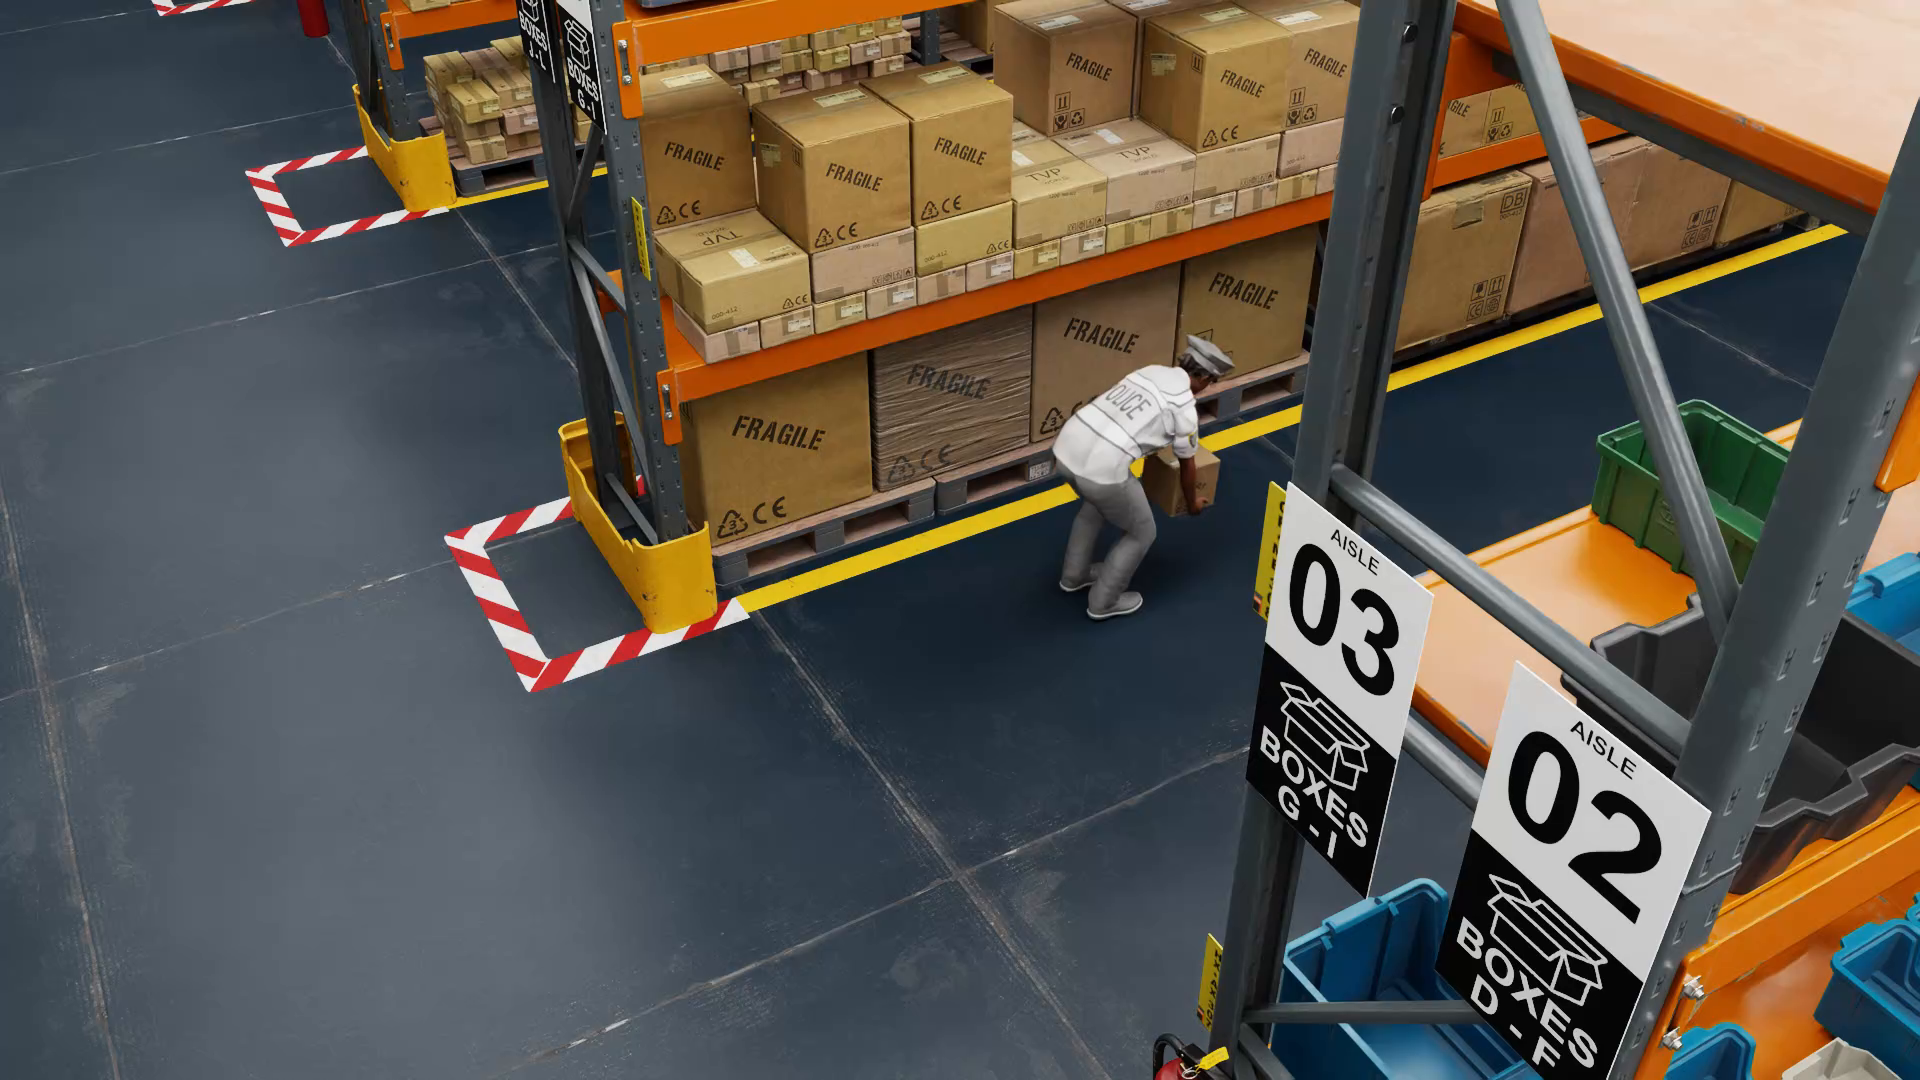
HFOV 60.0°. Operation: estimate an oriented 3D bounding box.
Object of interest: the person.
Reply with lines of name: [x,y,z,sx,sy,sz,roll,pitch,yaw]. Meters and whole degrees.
person: [0.841,-0.295,7.659,0.901,1.257,0.430,-21,42,-25]
